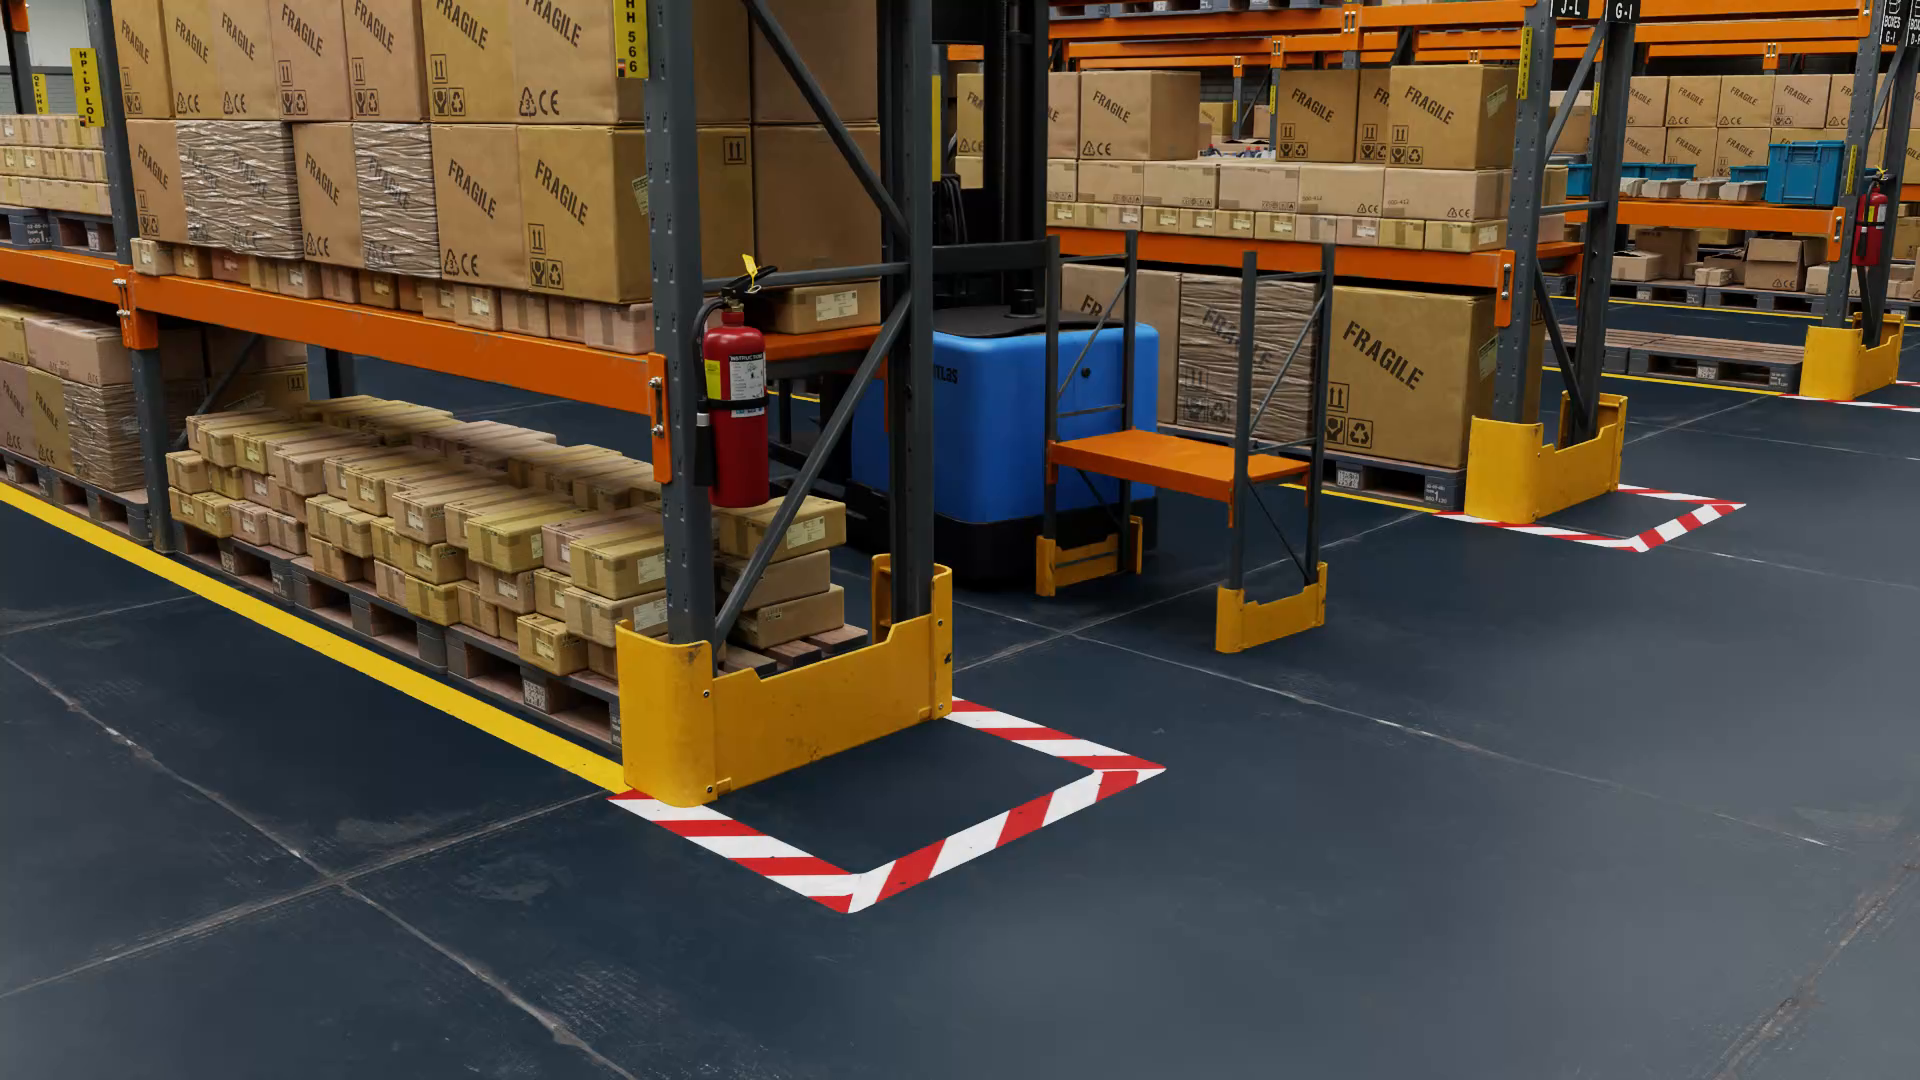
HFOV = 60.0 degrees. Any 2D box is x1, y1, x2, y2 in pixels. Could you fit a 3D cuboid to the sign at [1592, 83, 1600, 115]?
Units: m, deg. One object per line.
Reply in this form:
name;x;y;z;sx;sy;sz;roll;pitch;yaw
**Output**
sign;6.658;-4.617;17.406;0.005;0.325;0.100;14;20;42

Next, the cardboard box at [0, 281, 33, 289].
cardboard box;-5.559;-1.462;10.233;0.500;0.250;0.500;13;19;41

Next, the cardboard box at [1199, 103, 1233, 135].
cardboard box;4.162;-6.784;26.791;0.500;0.500;0.500;14;20;42

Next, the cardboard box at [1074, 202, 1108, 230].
cardboard box;0.898;-1.944;9.944;0.250;0.149;0.380;13;20;41

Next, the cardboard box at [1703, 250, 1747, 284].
cardboard box;8.187;-2.890;17.535;0.500;0.311;0.500;14;20;42

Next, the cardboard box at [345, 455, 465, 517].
cardboard box;-2.142;-0.213;6.443;0.250;0.149;0.380;14;20;42

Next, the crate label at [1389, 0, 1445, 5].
crate label;3.751;-4.445;13.618;0.466;0.136;0.293;14;20;42

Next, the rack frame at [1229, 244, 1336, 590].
rack frame;1.213;-0.348;6.292;0.500;1.500;0.032;-12;19;-39

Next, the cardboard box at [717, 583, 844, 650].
cardboard box;-0.629;0.249;5.850;0.380;0.149;0.250;-14;20;-43

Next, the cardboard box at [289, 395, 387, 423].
cardboard box;-2.917;-0.574;7.829;0.380;0.149;0.250;-14;20;-43

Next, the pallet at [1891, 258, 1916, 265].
pallet;11.851;-3.347;20.361;1.213;0.211;1.003;14;20;42

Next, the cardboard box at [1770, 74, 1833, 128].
cardboard box;8.298;-4.286;16.251;0.500;0.500;0.500;-14;20;-42

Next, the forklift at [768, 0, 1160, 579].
forklift;-0.317;-1.568;8.138;1.130;2.935;3.031;-9;17;-31

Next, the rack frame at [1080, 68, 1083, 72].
rack frame;1.837;-7.158;29.454;0.127;3.000;1.000;14;20;42

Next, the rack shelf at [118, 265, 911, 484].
rack shelf;-1.914;-0.780;6.402;4.000;0.370;1.077;14;20;42

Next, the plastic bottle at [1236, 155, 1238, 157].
plastic bottle;2.538;-3.386;15.232;0.097;0.271;0.097;0;15;0

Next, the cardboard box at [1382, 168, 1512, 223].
cardboard box;2.508;-1.768;8.478;0.500;0.250;0.500;13;20;41

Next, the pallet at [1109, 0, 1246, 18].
pallet;2.149;-4.937;15.356;1.213;0.211;1.003;14;20;42

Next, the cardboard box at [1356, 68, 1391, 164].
cardboard box;2.523;-2.315;9.089;0.500;0.500;0.500;13;19;41

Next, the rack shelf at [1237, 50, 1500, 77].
rack shelf;6.157;-7.211;25.137;4.000;0.370;1.077;14;20;42

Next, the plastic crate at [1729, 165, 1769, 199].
plastic crate;6.056;-2.726;12.657;0.300;0.233;0.416;14;20;42

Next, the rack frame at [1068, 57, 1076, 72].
rack frame;1.281;-5.558;23.314;0.127;3.000;1.000;14;20;42

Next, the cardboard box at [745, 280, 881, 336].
cardboard box;-0.480;-0.772;5.446;0.250;0.149;0.380;13;20;42

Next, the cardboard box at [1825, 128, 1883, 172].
cardboard box;8.677;-3.714;16.038;0.500;0.500;0.500;14;20;43

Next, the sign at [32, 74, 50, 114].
sign;-5.864;-2.800;10.590;0.005;0.325;0.100;14;20;42

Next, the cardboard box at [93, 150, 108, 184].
cardboard box;-3.777;-1.737;7.726;0.380;0.149;0.250;-14;20;-42

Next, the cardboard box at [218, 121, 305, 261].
cardboard box;-2.474;-1.358;6.406;0.500;0.500;0.500;13;20;41

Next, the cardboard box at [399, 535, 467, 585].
cardboard box;-1.810;0.035;6.080;0.250;0.149;0.380;14;20;43

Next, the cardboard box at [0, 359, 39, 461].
cardboard box;-4.797;-0.736;8.931;0.500;0.500;0.500;13;20;41

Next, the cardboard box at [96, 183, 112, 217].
cardboard box;-3.777;-1.593;7.763;0.250;0.149;0.380;13;20;41

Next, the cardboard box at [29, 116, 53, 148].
cardboard box;-4.346;-2.021;8.223;0.250;0.149;0.380;14;20;42

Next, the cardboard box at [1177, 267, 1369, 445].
cardboard box;1.870;-1.092;9.556;0.875;0.875;0.875;14;20;42

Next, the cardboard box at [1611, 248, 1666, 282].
cardboard box;7.192;-2.957;17.792;0.500;0.311;0.500;14;20;42

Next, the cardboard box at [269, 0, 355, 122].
cardboard box;-2.105;-1.759;5.963;0.500;0.500;0.500;13;19;40

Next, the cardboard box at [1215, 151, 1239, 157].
cardboard box;3.321;-4.844;21.071;0.250;0.149;0.380;14;20;42

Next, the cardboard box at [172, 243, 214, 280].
cardboard box;-3.140;-1.216;7.147;0.380;0.149;0.250;-14;20;-43

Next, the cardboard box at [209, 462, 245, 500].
cardboard box;-3.071;-0.296;7.350;0.250;0.149;0.380;14;20;43

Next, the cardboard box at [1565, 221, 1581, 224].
cardboard box;8.661;-4.614;23.121;0.750;0.750;0.750;14;20;42

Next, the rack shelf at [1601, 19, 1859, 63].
rack shelf;8.480;-4.911;16.310;4.000;0.370;1.077;14;20;42

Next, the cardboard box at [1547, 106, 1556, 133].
cardboard box;6.315;-4.642;18.767;0.700;0.500;0.500;-11;18;-35

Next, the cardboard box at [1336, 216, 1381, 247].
cardboard box;2.187;-1.631;8.741;0.250;0.149;0.380;14;20;42

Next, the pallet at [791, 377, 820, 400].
pallet;-0.446;-1.132;11.860;1.213;0.211;1.003;14;20;42

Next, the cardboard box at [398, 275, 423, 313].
cardboard box;-1.771;-0.903;5.949;0.250;0.149;0.380;13;19;40

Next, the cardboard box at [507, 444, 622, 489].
cardboard box;-1.577;-0.269;6.659;0.250;0.149;0.380;14;20;43

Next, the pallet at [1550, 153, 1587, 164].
pallet;6.541;-4.225;18.578;1.213;0.211;1.003;14;20;42

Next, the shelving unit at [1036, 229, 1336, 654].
shelving unit;0.887;-0.443;6.658;0.587;1.500;1.083;-12;19;-39

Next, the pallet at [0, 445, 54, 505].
pallet;-4.798;-0.478;9.348;1.213;0.211;1.003;14;20;42

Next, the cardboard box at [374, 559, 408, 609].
cardboard box;-1.981;0.130;6.305;0.380;0.149;0.250;-14;20;-43

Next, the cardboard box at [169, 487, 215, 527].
cardboard box;-3.315;-0.179;7.493;0.250;0.149;0.380;13;19;40
